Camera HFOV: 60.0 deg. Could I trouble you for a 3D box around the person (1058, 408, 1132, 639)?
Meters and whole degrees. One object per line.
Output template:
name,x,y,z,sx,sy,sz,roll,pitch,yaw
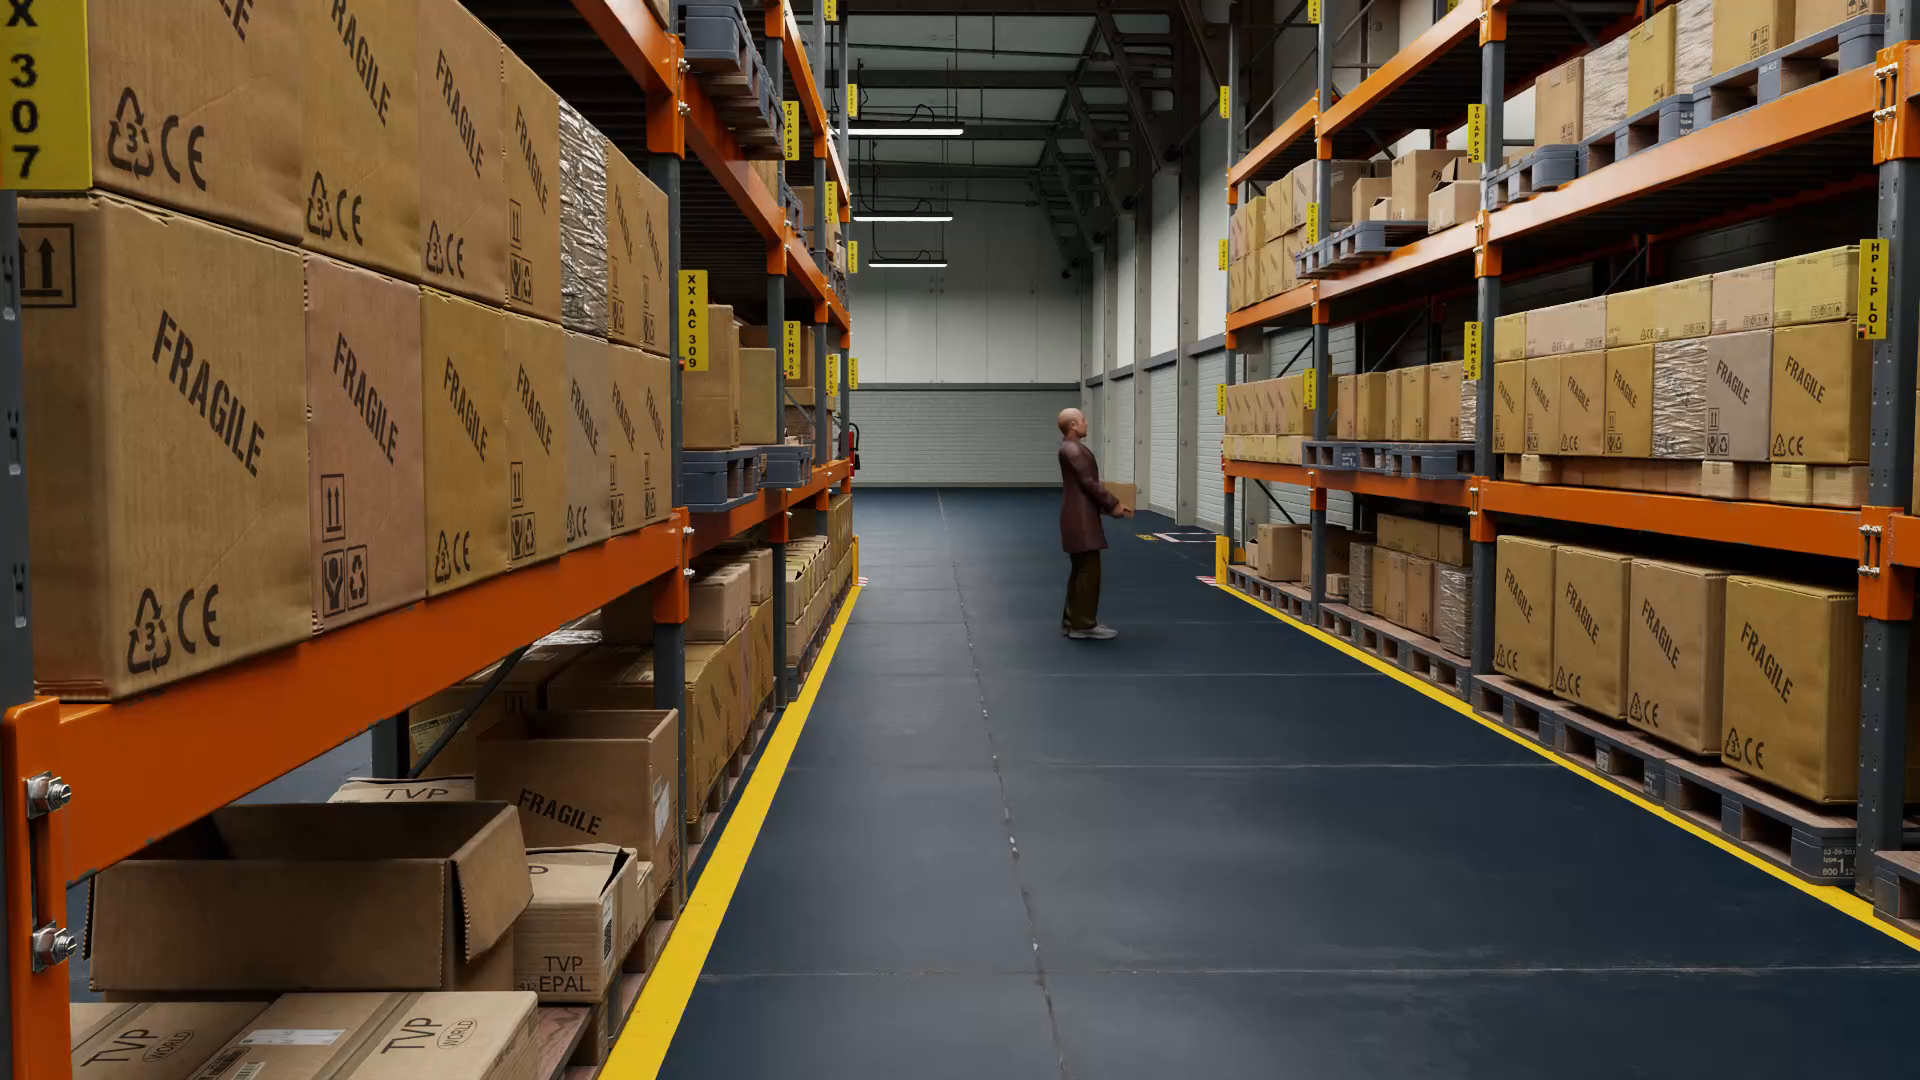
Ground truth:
person,1.031,-0.133,12.838,0.563,1.769,0.527,0,4,-1
